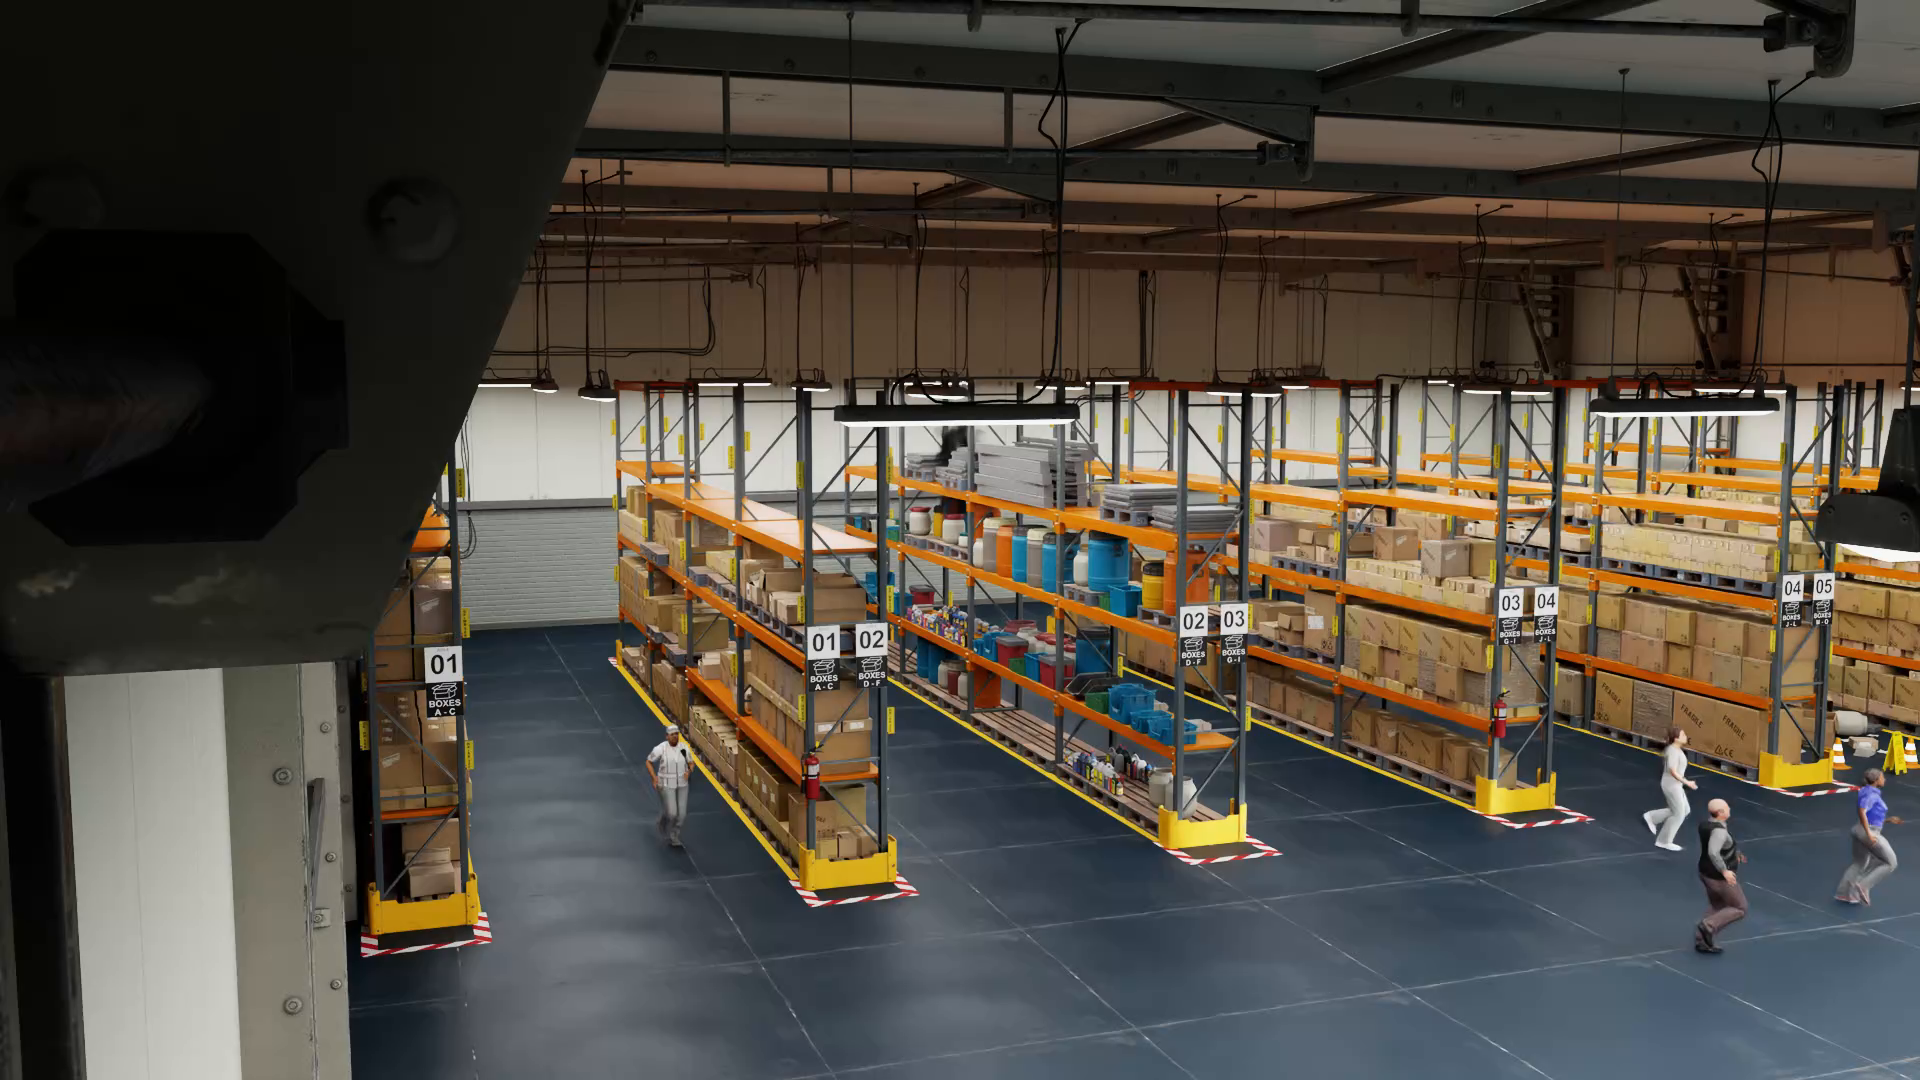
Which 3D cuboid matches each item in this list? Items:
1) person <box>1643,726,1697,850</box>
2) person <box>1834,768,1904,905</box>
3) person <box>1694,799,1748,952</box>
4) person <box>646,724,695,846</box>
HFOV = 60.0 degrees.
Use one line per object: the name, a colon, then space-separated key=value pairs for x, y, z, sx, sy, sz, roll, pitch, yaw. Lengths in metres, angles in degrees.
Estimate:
person: x=9.302 y=3.233 z=21.772 sx=0.635 sy=1.635 sz=0.595 roll=2 pitch=6 yaw=21
person: x=10.653 y=3.488 z=19.428 sx=0.723 sy=1.558 sz=0.543 roll=1 pitch=6 yaw=5
person: x=8.192 y=3.611 z=17.862 sx=0.566 sy=1.682 sz=0.650 roll=0 pitch=6 yaw=2
person: x=-3.737 y=3.229 z=21.758 sx=0.606 sy=1.608 sz=0.556 roll=-3 pitch=7 yaw=-29
